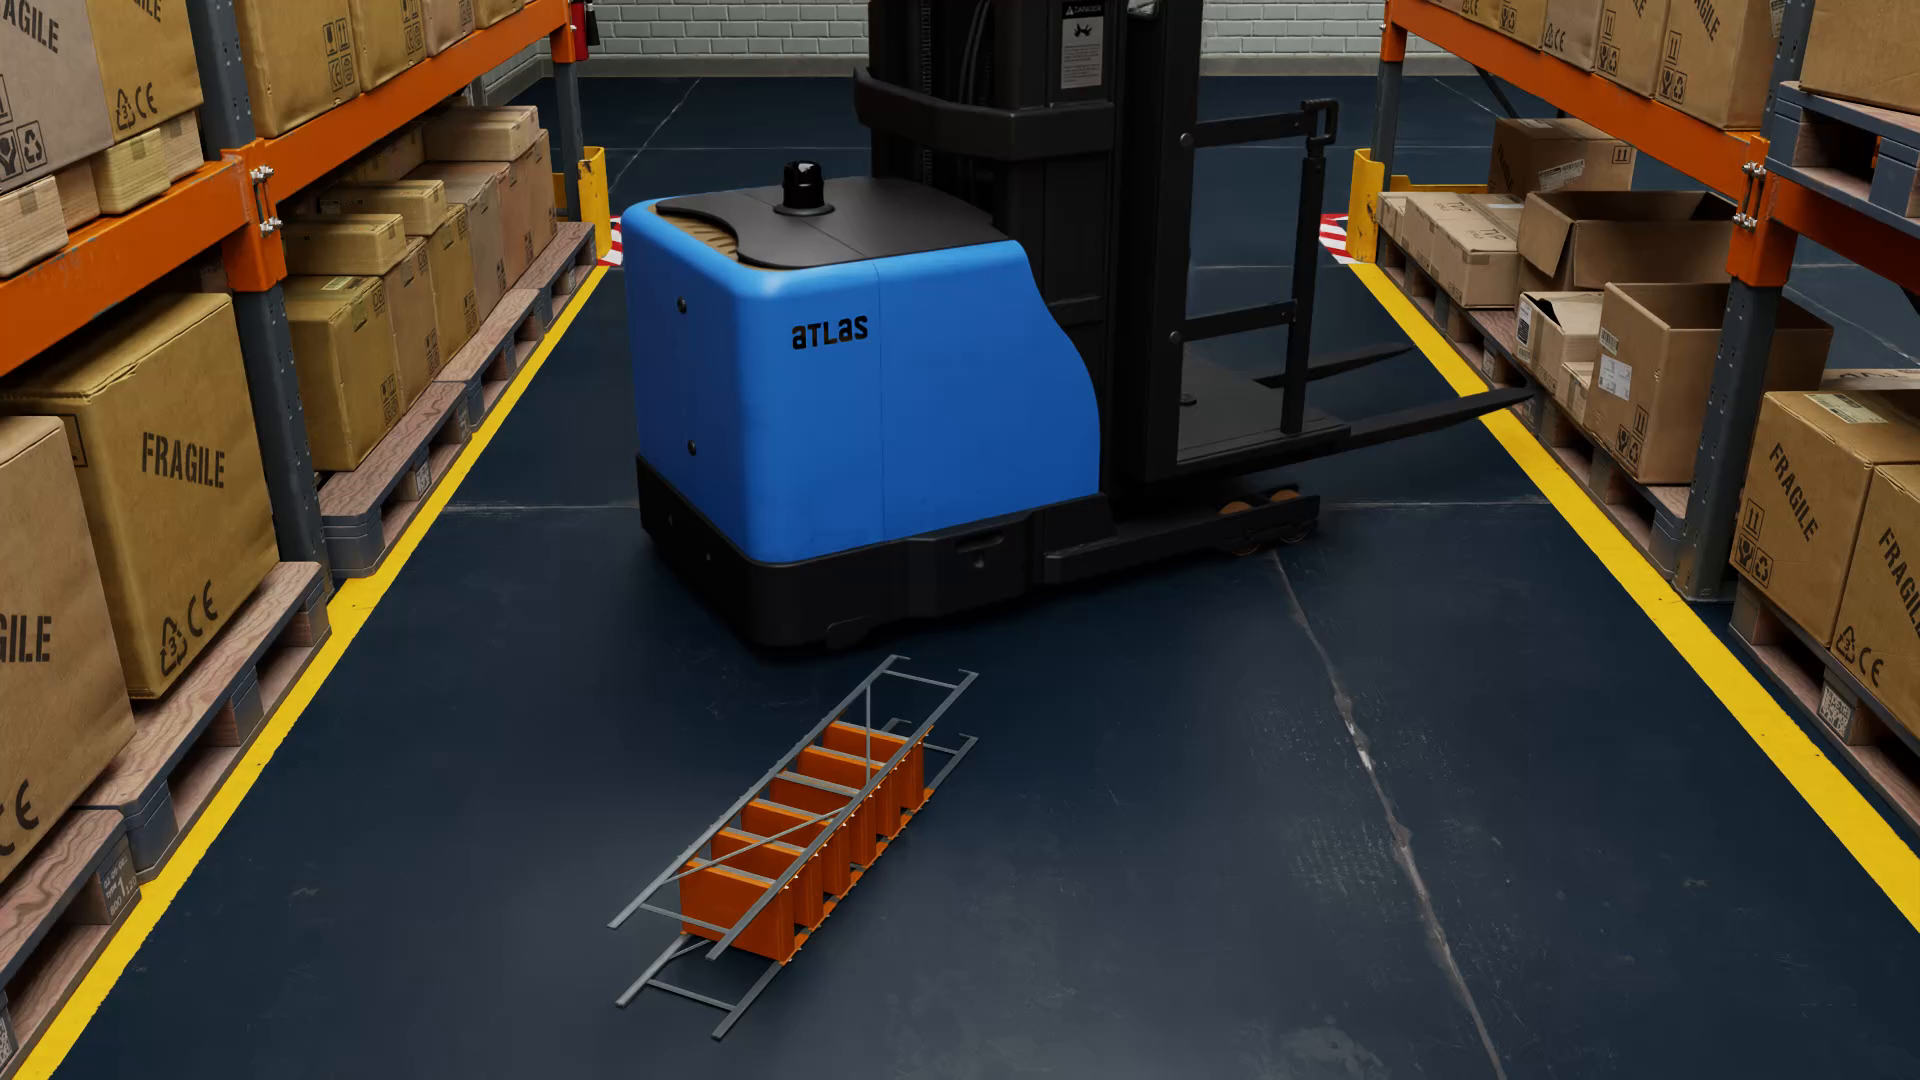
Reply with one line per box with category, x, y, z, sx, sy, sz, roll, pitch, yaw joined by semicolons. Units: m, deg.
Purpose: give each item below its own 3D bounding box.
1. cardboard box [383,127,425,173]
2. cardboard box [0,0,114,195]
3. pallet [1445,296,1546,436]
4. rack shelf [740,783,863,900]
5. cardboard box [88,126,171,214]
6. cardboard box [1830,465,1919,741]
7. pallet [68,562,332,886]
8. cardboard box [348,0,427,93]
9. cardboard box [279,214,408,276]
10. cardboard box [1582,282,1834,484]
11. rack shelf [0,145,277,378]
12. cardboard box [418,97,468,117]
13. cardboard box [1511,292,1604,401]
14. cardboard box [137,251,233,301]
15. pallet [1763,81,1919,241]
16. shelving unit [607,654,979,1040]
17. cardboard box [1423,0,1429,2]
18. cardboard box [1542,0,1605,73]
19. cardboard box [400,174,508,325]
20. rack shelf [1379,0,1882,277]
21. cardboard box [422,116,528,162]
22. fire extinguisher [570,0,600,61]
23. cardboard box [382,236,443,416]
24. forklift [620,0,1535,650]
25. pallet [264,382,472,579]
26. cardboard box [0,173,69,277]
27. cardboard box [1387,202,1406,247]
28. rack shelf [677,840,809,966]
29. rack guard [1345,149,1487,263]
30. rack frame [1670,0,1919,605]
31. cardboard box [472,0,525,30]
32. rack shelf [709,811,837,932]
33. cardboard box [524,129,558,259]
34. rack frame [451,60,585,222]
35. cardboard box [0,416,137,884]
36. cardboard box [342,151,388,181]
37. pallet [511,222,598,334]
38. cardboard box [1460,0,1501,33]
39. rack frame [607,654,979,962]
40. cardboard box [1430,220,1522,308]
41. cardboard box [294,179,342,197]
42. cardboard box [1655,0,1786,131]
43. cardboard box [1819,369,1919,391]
cardboard box;-2.469;-1.629;6.948;0.380;0.149;0.250;0;24;0
cardboard box;-2.068;-0.973;3.254;0.500;0.500;0.500;0;24;0
pallet;2.590;-0.722;6.591;1.003;0.211;1.213;0;24;-1
rack shelf;-0.344;0.644;3.591;0.258;0.180;0.103;11;26;22
cardboard box;-2.027;-0.835;3.736;0.380;0.149;0.250;0;24;0
cardboard box;2.391;0.153;3.771;0.500;0.500;0.500;0;24;0
pallet;-2.257;0.406;4.096;1.003;0.211;1.213;0;24;-1
cardboard box;-2.333;-1.843;5.321;0.980;0.700;0.700;-1;24;-2
cardboard box;-2.067;-0.980;5.514;0.380;0.149;0.250;1;24;1
cardboard box;2.323;-0.501;5.217;0.500;0.500;0.500;0;24;-1
rack shelf;-2.319;-0.030;2.549;1.077;0.370;4.000;0;24;-1
cardboard box;-2.478;-1.941;7.638;0.380;0.149;0.250;0;24;0
cardboard box;2.315;-0.724;5.939;0.500;0.311;0.500;0;24;-1
cardboard box;-2.443;-0.778;5.066;0.380;0.149;0.250;0;24;-1
pallet;2.512;-0.788;3.586;1.003;0.211;1.213;0;24;-1
shelving unit;-0.312;0.616;3.653;0.258;0.189;1.200;11;26;22
cardboard box;2.310;-2.716;7.493;0.500;0.500;0.500;0;24;1
cardboard box;2.336;-1.880;5.646;0.500;0.500;0.500;0;24;1
cardboard box;-2.265;-1.181;6.745;0.700;0.500;0.500;-1;24;-2
rack shelf;2.591;-1.702;6.246;1.077;0.370;4.000;0;24;-1
cardboard box;-2.089;-1.733;7.178;0.380;0.149;0.250;0;24;1
fire extinguisher;-1.924;-2.689;8.102;0.296;0.674;0.183;0;24;-1
cardboard box;-2.248;-0.750;5.792;0.700;0.500;0.500;0;24;-1
forklift;0.543;-1.462;4.925;3.031;2.935;1.130;-13;27;-27
pallet;-2.271;-0.225;5.491;1.003;0.211;1.213;0;24;-1
cardboard box;-2.008;-0.619;3.259;0.380;0.149;0.250;0;24;-1
cardboard box;2.233;-1.486;7.801;0.380;0.166;0.250;0;24;-1
rack shelf;-0.444;0.734;3.392;0.258;0.180;0.103;11;26;22
rack guard;2.570;-1.684;8.366;1.175;0.500;0.348;0;24;-1
rack frame;2.613;-1.206;4.276;1.000;3.000;0.127;0;24;-1
cardboard box;-2.350;-2.457;6.679;0.980;0.700;0.700;0;24;-1
rack shelf;-0.394;0.689;3.491;0.258;0.180;0.103;11;26;22
cardboard box;-2.277;-1.595;7.659;0.700;0.500;0.500;0;24;-1
rack frame;-2.384;-2.830;7.868;1.000;3.000;0.127;0;24;-1
cardboard box;-2.191;0.240;3.179;0.750;0.750;0.750;0;24;1
cardboard box;-2.462;-1.418;6.483;0.380;0.149;0.250;0;24;0
pallet;-2.297;-1.230;7.715;1.003;0.211;1.213;0;24;-1
cardboard box;2.324;-2.296;6.565;0.500;0.500;0.500;0;24;-1
rack frame;-0.312;0.533;3.616;0.240;0.006;1.200;11;26;22
cardboard box;2.302;-1.164;6.987;0.500;0.250;0.500;0;24;-1
cardboard box;-2.456;-1.208;6.017;0.380;0.149;0.250;0;24;0
cardboard box;2.351;-1.456;4.708;0.500;0.500;0.500;0;24;0
cardboard box;2.825;-0.355;5.124;0.500;0.311;0.500;0;24;-1
